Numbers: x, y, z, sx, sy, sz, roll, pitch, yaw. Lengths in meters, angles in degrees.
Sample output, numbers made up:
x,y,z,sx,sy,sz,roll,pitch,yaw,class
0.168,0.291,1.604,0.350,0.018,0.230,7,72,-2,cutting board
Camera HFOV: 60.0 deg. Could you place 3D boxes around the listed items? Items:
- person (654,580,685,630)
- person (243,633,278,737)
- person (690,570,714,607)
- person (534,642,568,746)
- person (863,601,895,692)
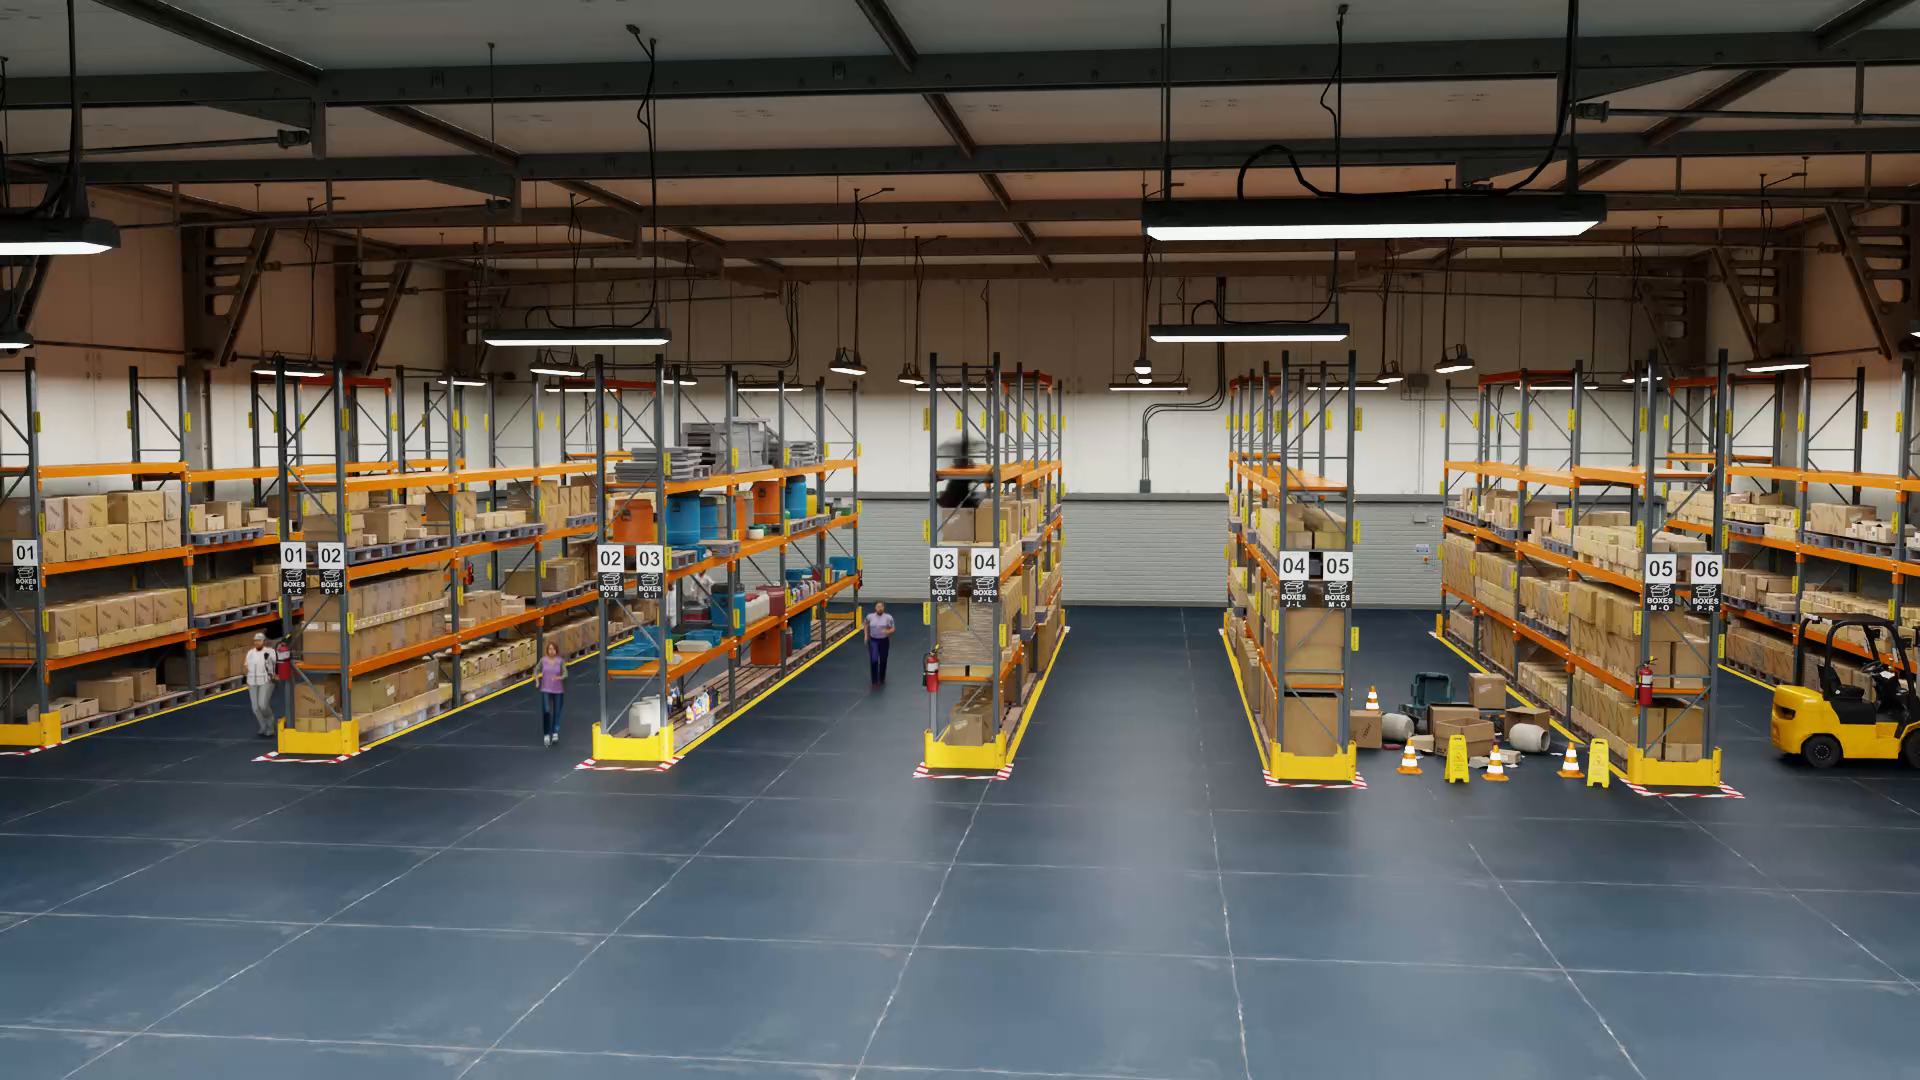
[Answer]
x,y,z,sx,sy,sz,roll,pitch,yaw,class
-6.158,1.602,35.231,0.645,1.785,0.977,0,4,-5,person
-11.129,2.313,26.457,0.587,1.660,0.610,0,4,4,person
-6.190,1.398,40.032,0.601,1.554,0.623,0,4,-2,person
-6.329,2.381,25.755,0.510,1.607,0.676,-1,4,-16,person
-1.509,1.991,31.179,0.570,1.694,0.821,-1,4,-8,person
